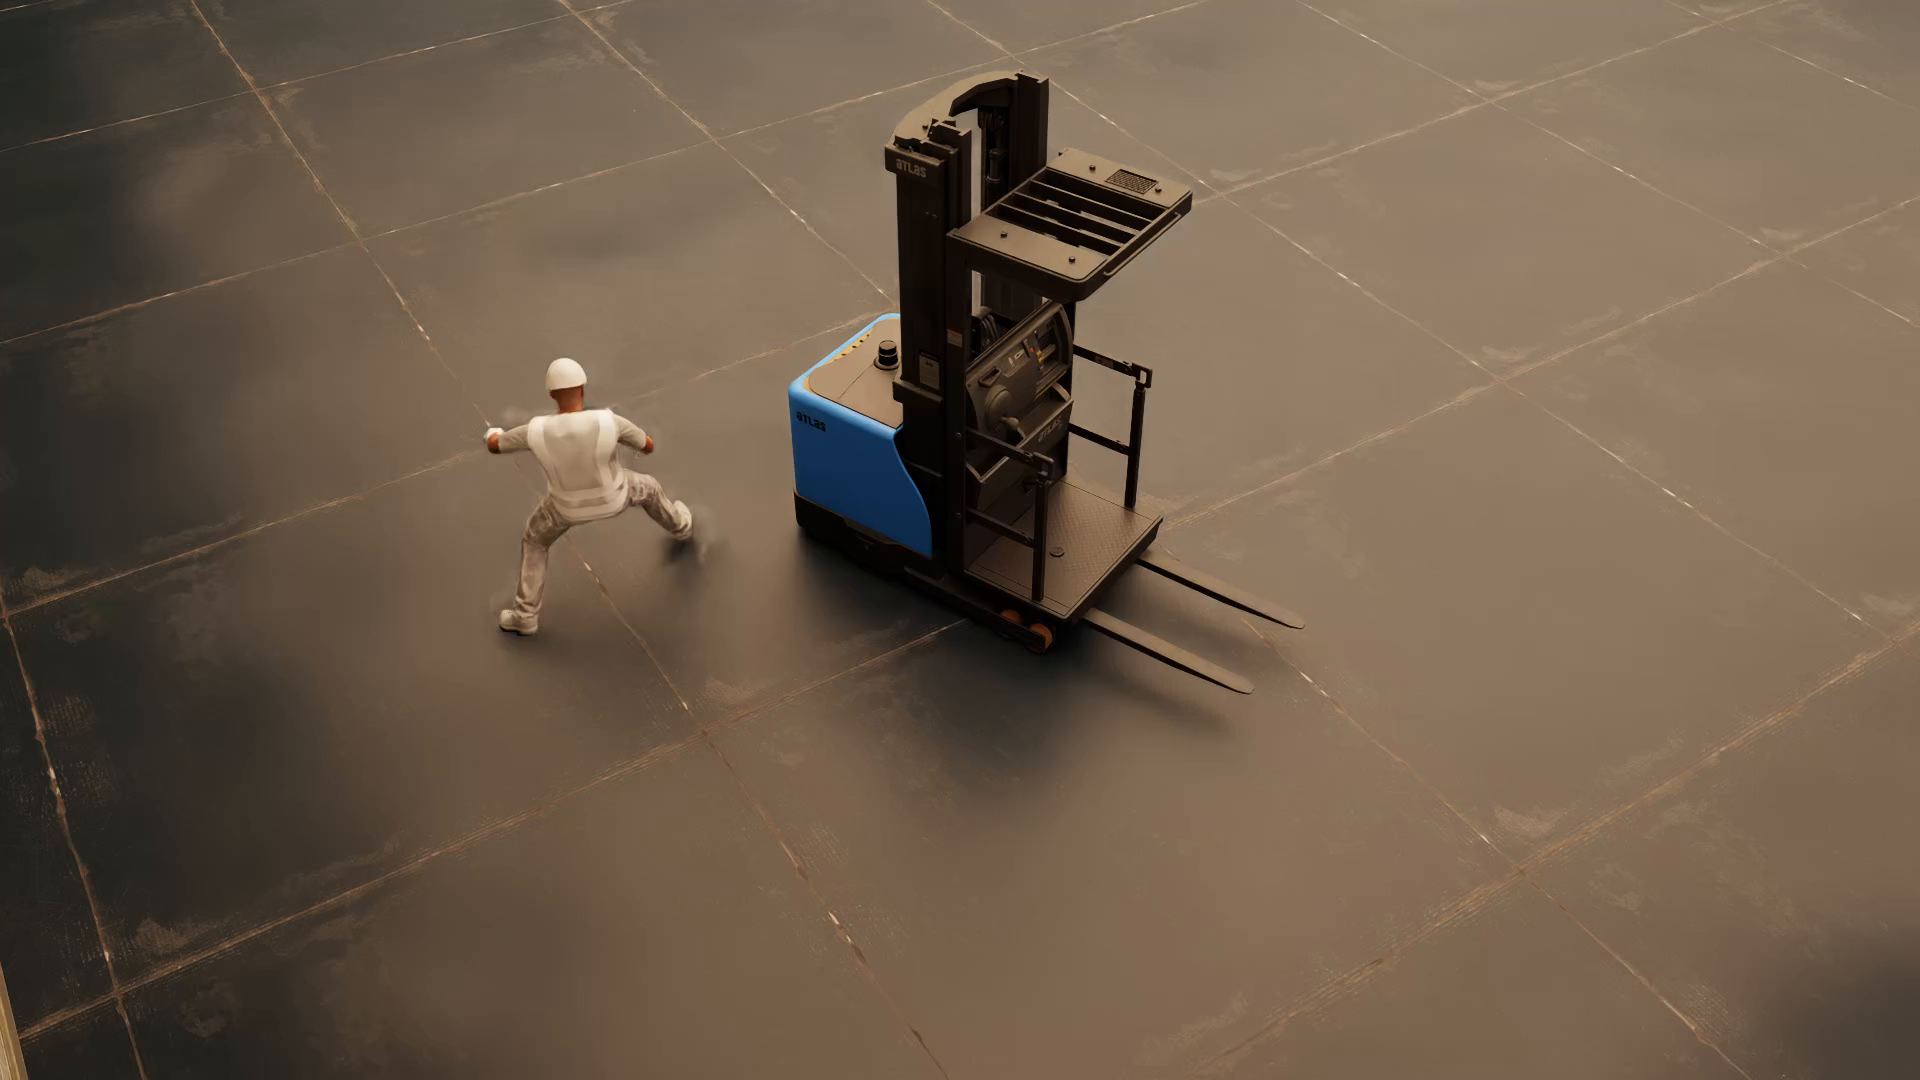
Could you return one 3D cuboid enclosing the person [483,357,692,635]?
[{"bbox_3d":[-2.136,-0.385,9.345,1.140,1.586,1.020,-7,42,-7],"label":"person"}]

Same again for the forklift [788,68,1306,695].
[{"bbox_3d":[0.496,-0.872,8.869,3.031,2.935,1.130,25,47,26],"label":"forklift"}]
